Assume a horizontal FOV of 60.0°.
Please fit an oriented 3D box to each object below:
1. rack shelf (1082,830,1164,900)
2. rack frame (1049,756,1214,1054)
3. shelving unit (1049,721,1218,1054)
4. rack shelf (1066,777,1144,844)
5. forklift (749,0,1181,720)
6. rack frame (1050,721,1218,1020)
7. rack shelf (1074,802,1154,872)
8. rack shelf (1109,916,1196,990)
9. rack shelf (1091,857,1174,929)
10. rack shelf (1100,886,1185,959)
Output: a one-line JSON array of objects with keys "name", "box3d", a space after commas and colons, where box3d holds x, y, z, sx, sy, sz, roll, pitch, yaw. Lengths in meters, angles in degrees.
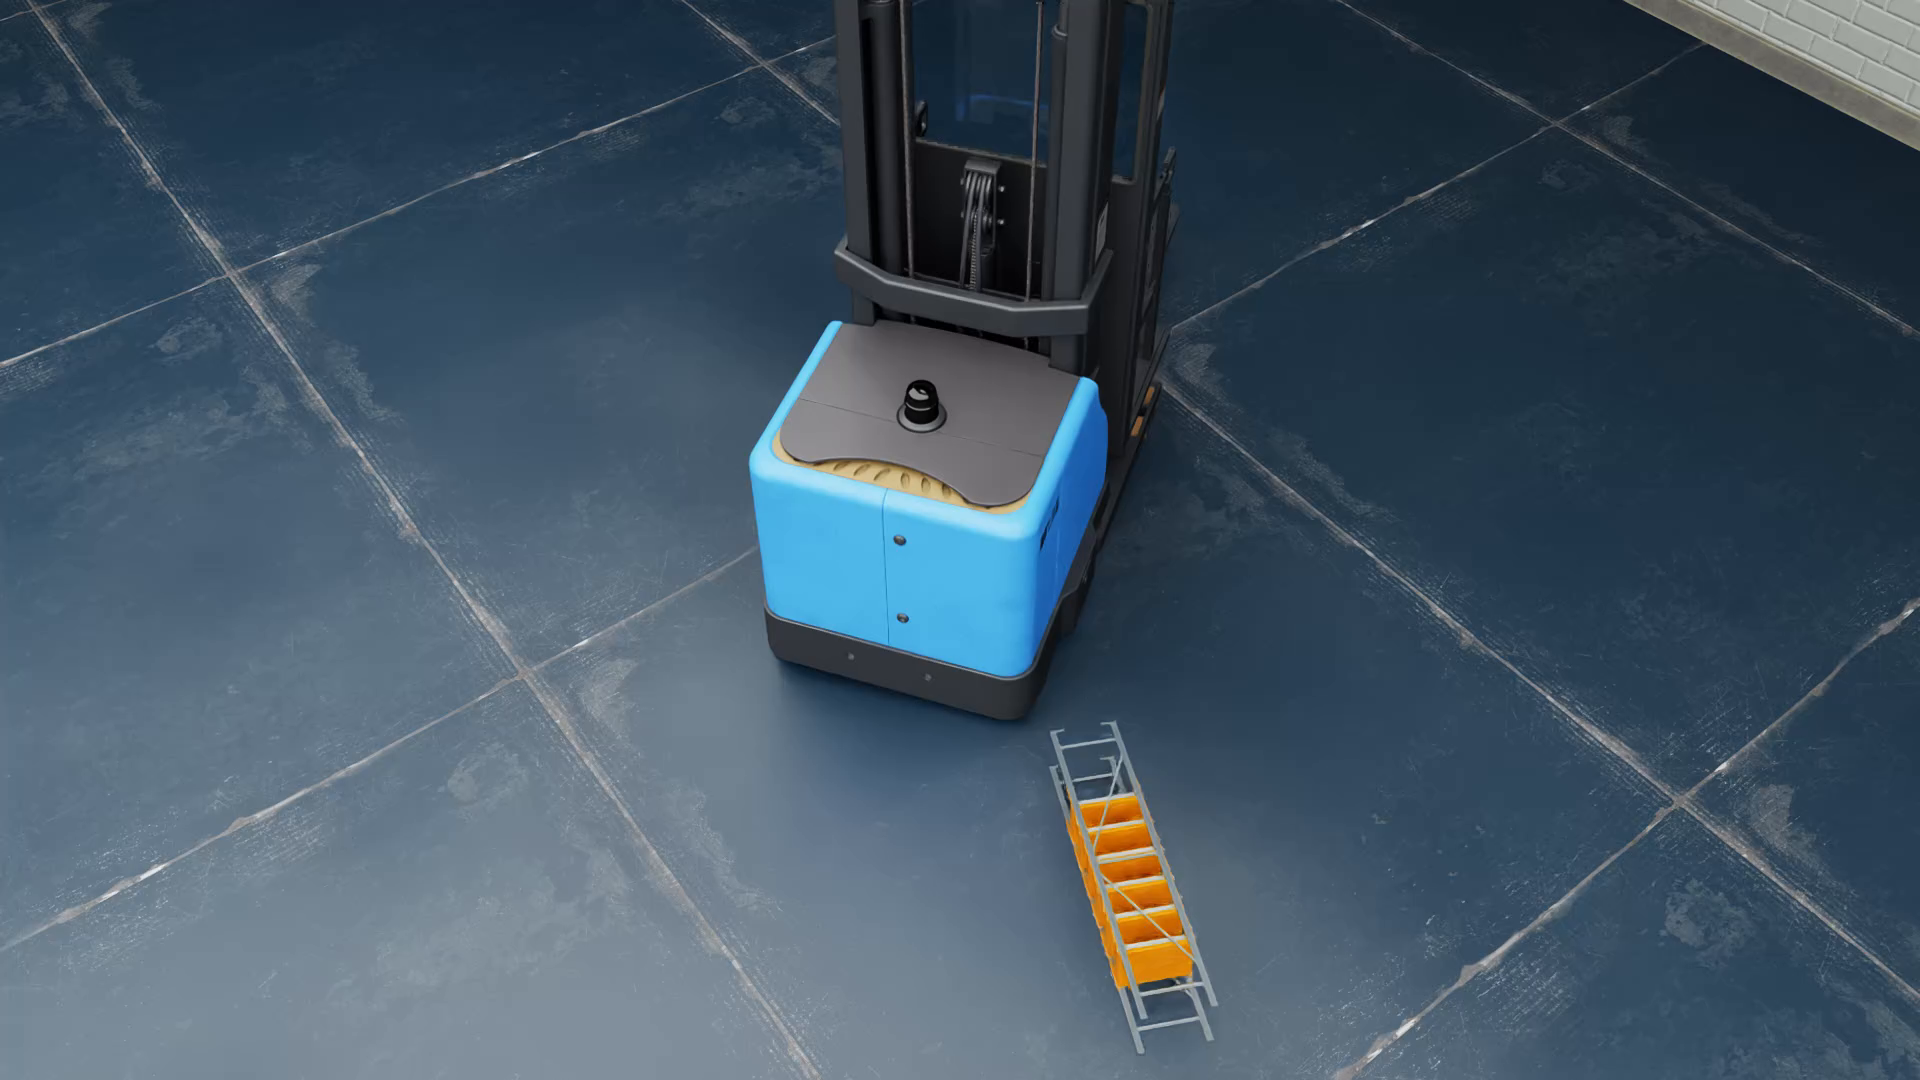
[{"name": "rack shelf", "box3d": [0.541, 1.081, 5.534, 0.258, 0.180, 0.103, -8, 41, -7]}, {"name": "rack frame", "box3d": [0.552, 1.179, 5.560, 0.240, 0.006, 1.200, -8, 41, -7]}, {"name": "shelving unit", "box3d": [0.549, 1.109, 5.501, 0.258, 0.189, 1.200, -8, 41, -7]}, {"name": "rack shelf", "box3d": [0.496, 0.930, 5.715, 0.258, 0.180, 0.103, -8, 41, -7]}, {"name": "forklift", "box3d": [0.232, -1.446, 6.081, 1.130, 2.935, 3.031, 14, 49, 13]}, {"name": "rack frame", "box3d": [0.547, 1.039, 5.442, 0.240, 0.006, 1.200, -8, 41, -7]}, {"name": "rack shelf", "box3d": [0.519, 1.005, 5.625, 0.258, 0.180, 0.103, -8, 41, -7]}, {"name": "rack shelf", "box3d": [0.608, 1.308, 5.263, 0.258, 0.180, 0.103, -8, 41, -7]}, {"name": "rack shelf", "box3d": [0.563, 1.156, 5.444, 0.258, 0.180, 0.103, -8, 41, -7]}, {"name": "rack shelf", "box3d": [0.586, 1.232, 5.353, 0.258, 0.180, 0.103, -8, 41, -7]}]
